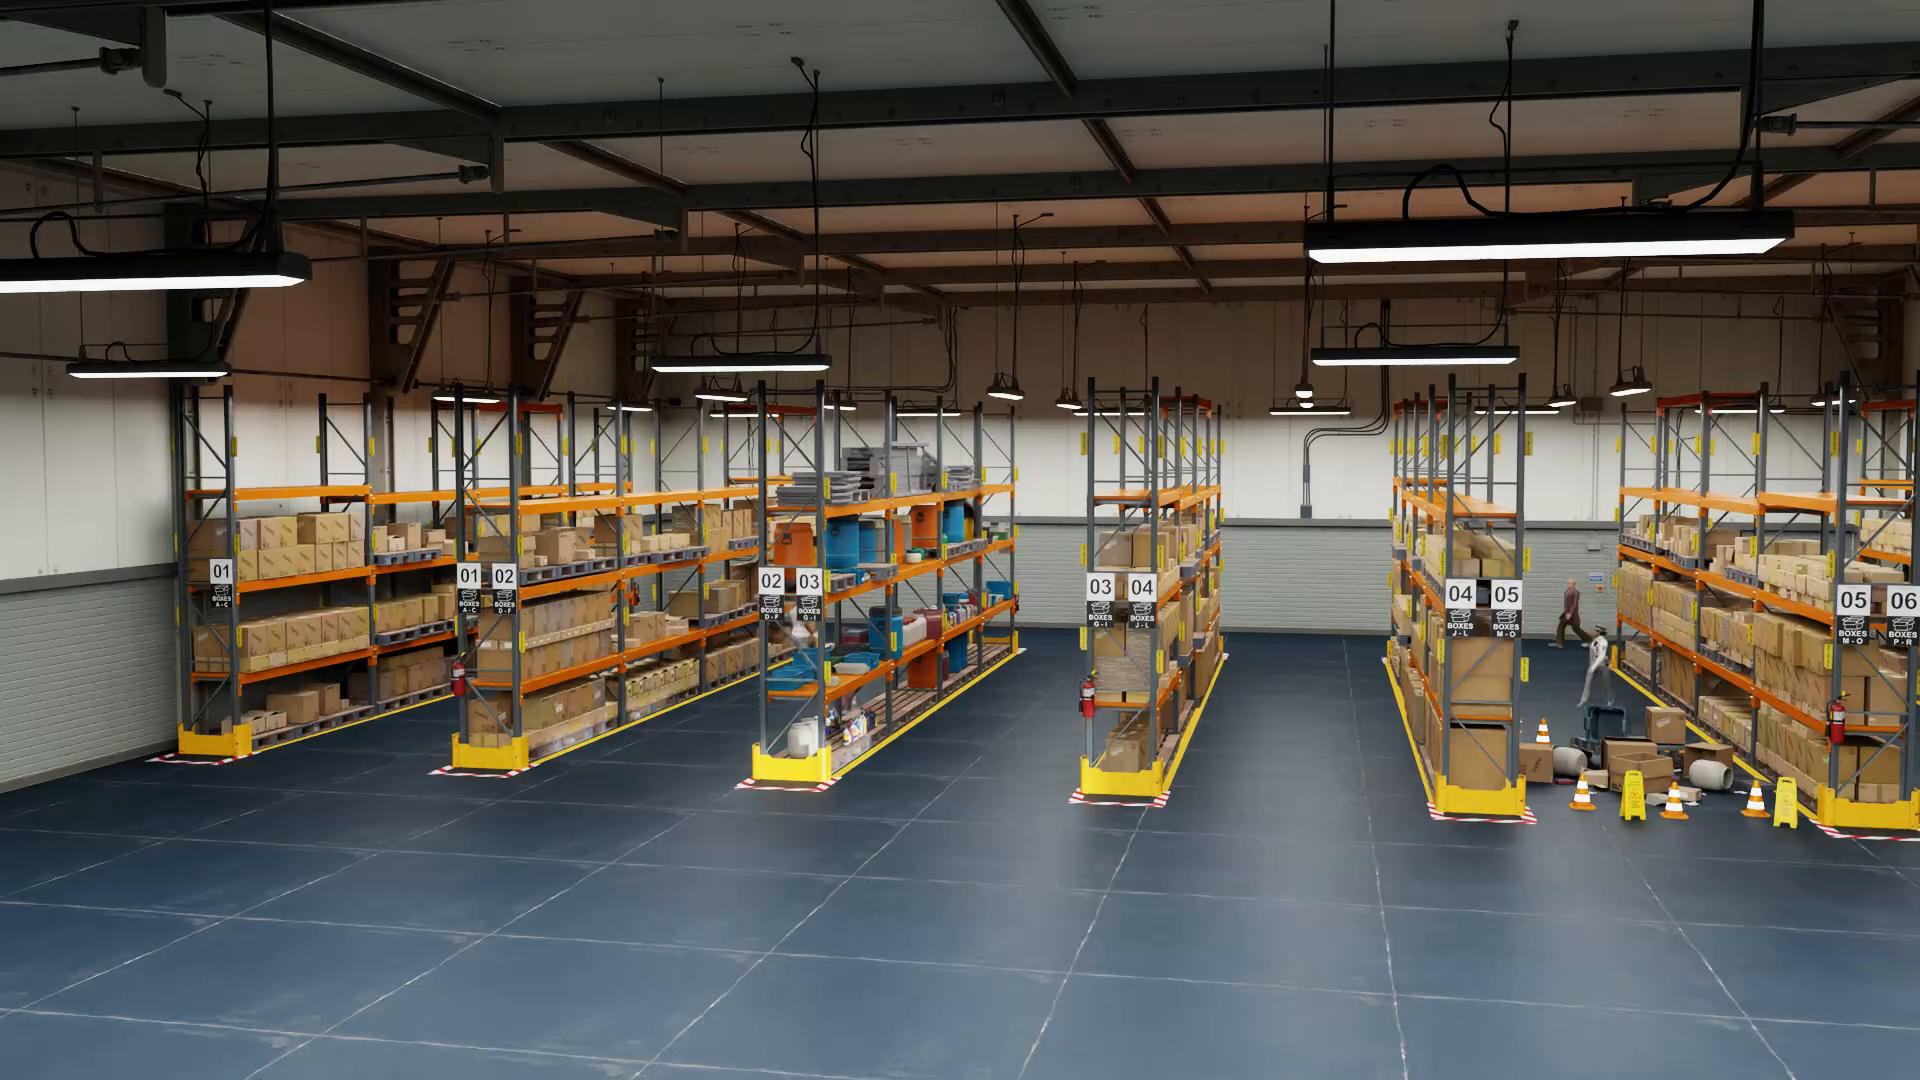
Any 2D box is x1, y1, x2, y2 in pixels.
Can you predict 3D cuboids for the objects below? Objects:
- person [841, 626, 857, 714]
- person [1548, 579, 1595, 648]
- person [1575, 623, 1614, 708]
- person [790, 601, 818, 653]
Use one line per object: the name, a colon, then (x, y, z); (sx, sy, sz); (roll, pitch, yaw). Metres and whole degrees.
person: (-2.148, 2.420, 31.031); (0.439, 1.667, 0.455); (-2, 4, -38)
person: (15.152, 1.827, 41.173); (1.099, 1.733, 0.621); (0, 3, 4)
person: (12.079, 2.395, 31.524); (0.987, 1.635, 0.409); (-2, 4, -36)
person: (-3.235, 2.055, 34.538); (0.626, 1.835, 0.670); (-2, 4, -38)
